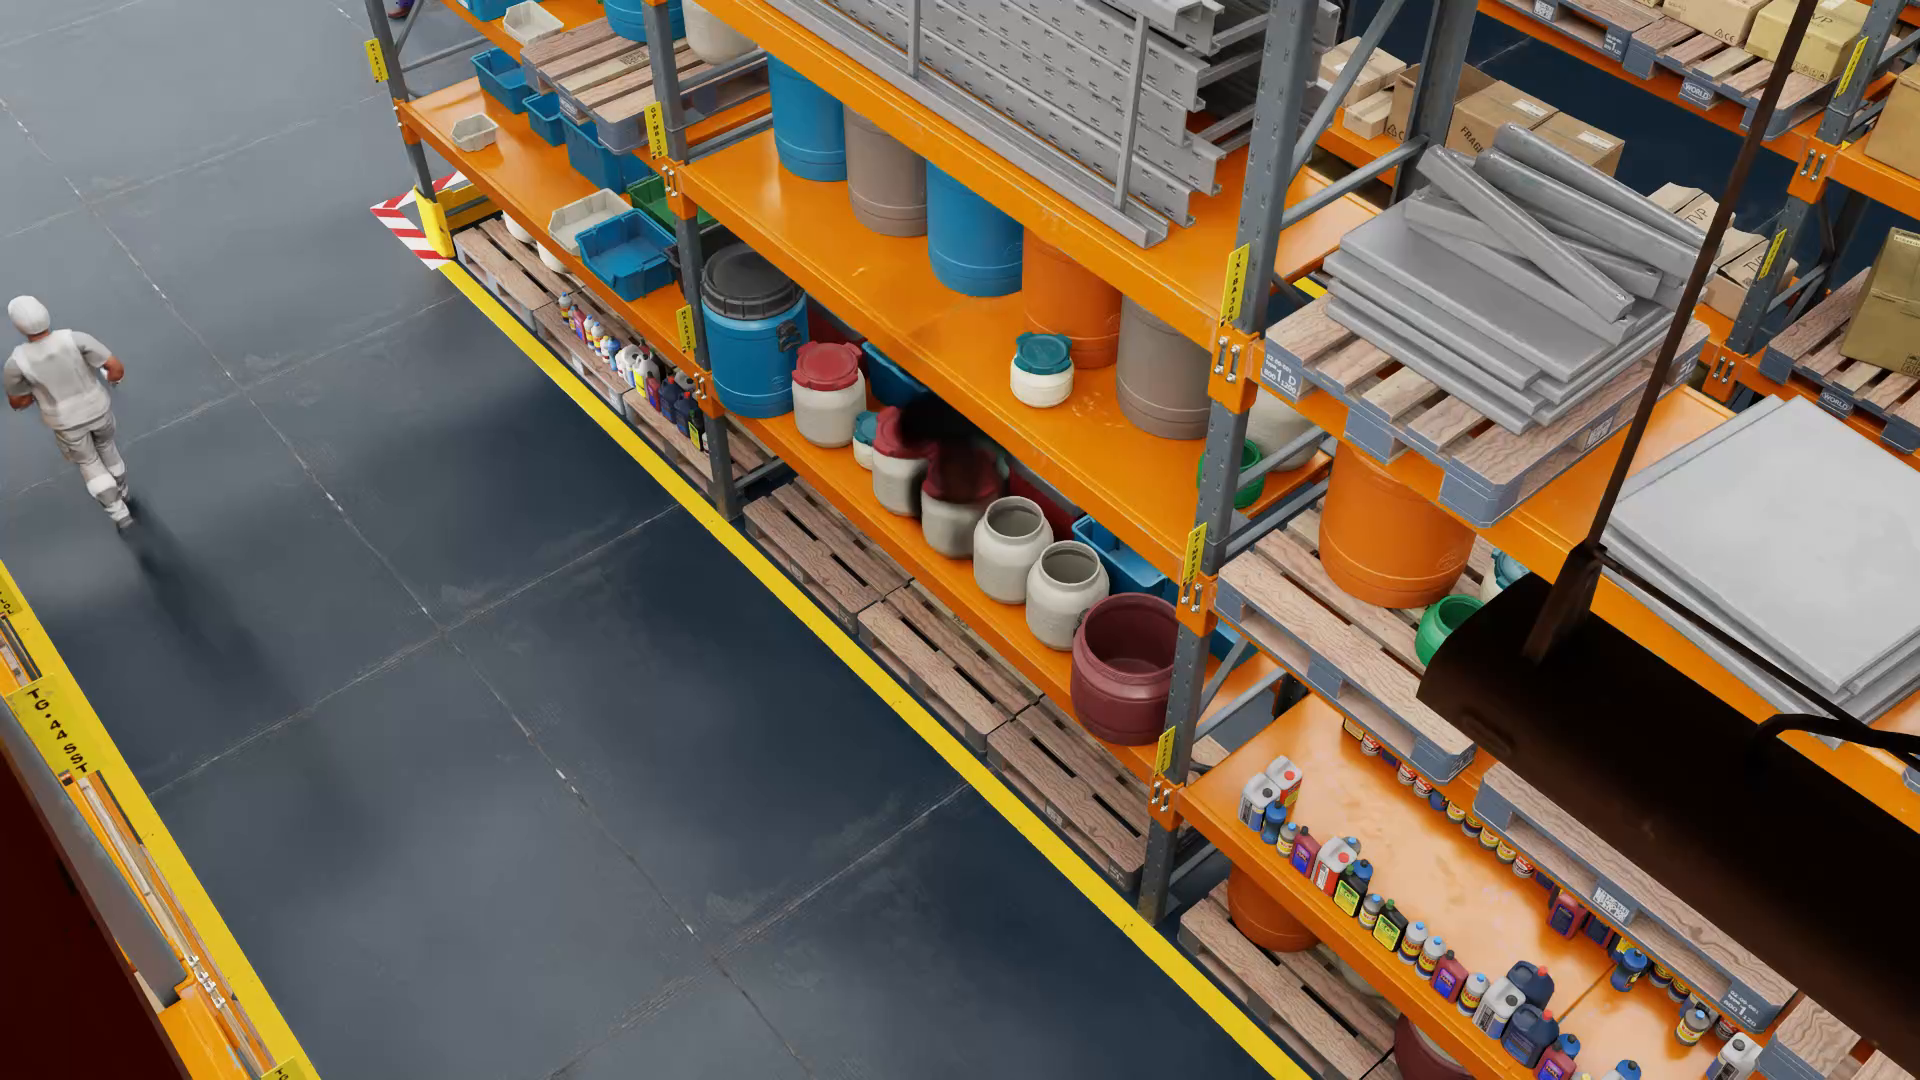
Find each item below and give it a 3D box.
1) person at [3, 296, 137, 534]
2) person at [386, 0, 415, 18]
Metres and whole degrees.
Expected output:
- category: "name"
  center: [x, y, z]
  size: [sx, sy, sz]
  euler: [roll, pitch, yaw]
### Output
- category: "person"
  center: [-5.539, -0.781, 10.494]
  size: [0.663, 1.780, 0.812]
  euler: [-30, 53, -25]
- category: "person"
  center: [-5.029, -5.521, 15.124]
  size: [0.751, 1.617, 0.618]
  euler: [-7, 47, -7]
